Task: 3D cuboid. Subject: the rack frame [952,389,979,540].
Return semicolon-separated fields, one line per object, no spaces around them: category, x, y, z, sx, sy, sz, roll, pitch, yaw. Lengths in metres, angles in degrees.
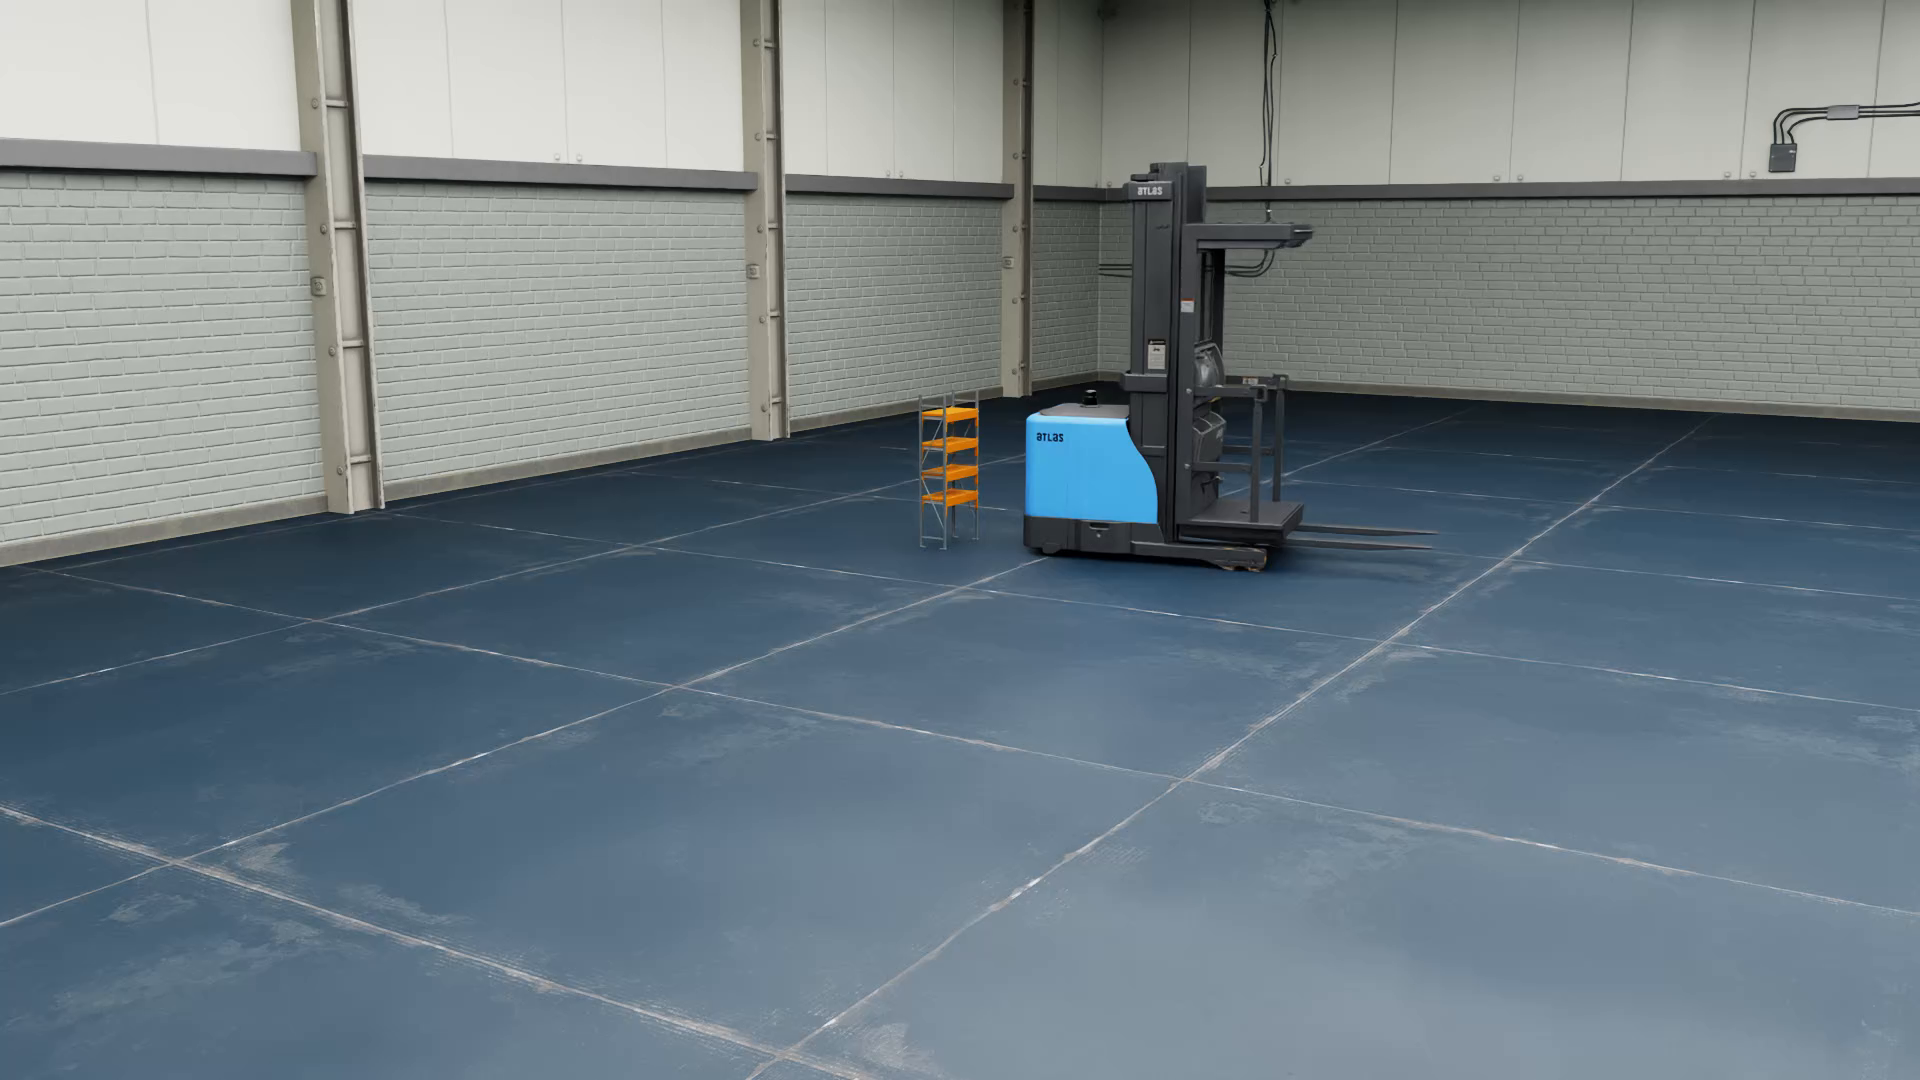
rack frame;0.041;-0.602;13.324;0.240;1.200;0.015;6;12;31

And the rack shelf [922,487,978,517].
rack shelf;-0.086;-0.302;13.168;0.258;0.148;0.480;6;12;31

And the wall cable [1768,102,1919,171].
wall cable;11.611;-7.682;20.707;2.305;6.003;0.169;6;12;31

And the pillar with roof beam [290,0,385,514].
pillar with roof beam;-1.705;-4.285;11.800;9.100;9.000;0.400;6;12;31

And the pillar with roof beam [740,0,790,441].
pillar with roof beam;1.410;-5.228;16.840;9.100;9.000;0.400;6;12;31

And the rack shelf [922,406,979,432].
rack shelf;-0.086;-0.950;13.047;0.258;0.148;0.480;6;12;31

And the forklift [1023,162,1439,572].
forklift;2.059;-1.318;12.445;3.031;2.935;1.130;4;11;20

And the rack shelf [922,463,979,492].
rack shelf;-0.086;-0.498;13.132;0.258;0.148;0.480;6;12;31

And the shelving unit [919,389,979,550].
shelving unit;-0.086;-0.564;13.119;0.258;1.200;0.503;6;12;31

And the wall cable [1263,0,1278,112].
wall cable;5.817;-7.618;24.318;3.097;2.526;0.112;6;12;31

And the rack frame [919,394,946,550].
rack frame;-0.213;-0.525;12.914;0.240;1.200;0.015;6;12;31

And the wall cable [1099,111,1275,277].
wall cable;3.505;-5.394;26.164;3.097;2.526;0.112;6;12;31

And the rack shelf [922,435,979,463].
rack shelf;-0.086;-0.717;13.090;0.258;0.148;0.480;6;12;31

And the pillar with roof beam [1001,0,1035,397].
pillar with roof beam;4.525;-6.172;21.881;9.100;9.000;0.400;6;12;31
